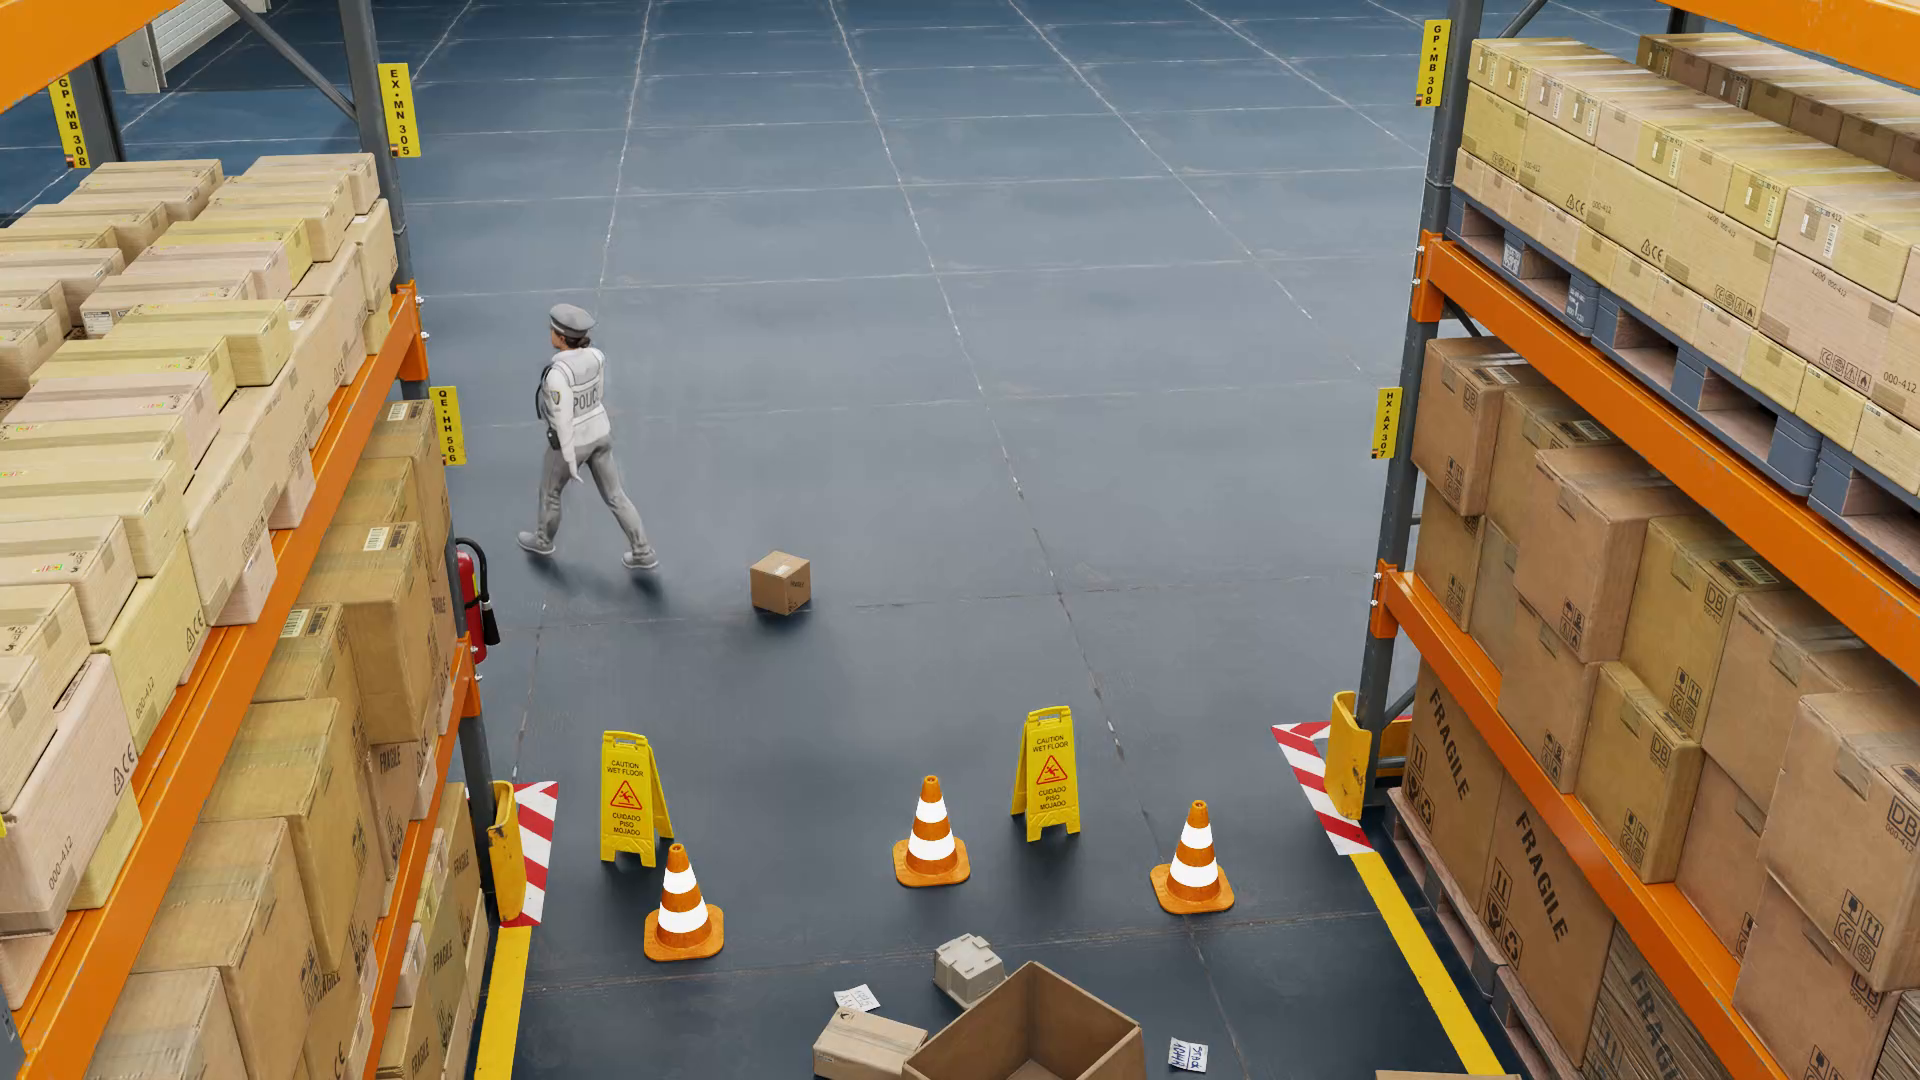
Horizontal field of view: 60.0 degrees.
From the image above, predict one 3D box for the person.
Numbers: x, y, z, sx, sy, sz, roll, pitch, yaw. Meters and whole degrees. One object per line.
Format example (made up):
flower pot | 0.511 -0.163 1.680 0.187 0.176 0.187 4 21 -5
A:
person | -2.254 -0.612 9.754 1.025 1.627 0.493 17 32 29
